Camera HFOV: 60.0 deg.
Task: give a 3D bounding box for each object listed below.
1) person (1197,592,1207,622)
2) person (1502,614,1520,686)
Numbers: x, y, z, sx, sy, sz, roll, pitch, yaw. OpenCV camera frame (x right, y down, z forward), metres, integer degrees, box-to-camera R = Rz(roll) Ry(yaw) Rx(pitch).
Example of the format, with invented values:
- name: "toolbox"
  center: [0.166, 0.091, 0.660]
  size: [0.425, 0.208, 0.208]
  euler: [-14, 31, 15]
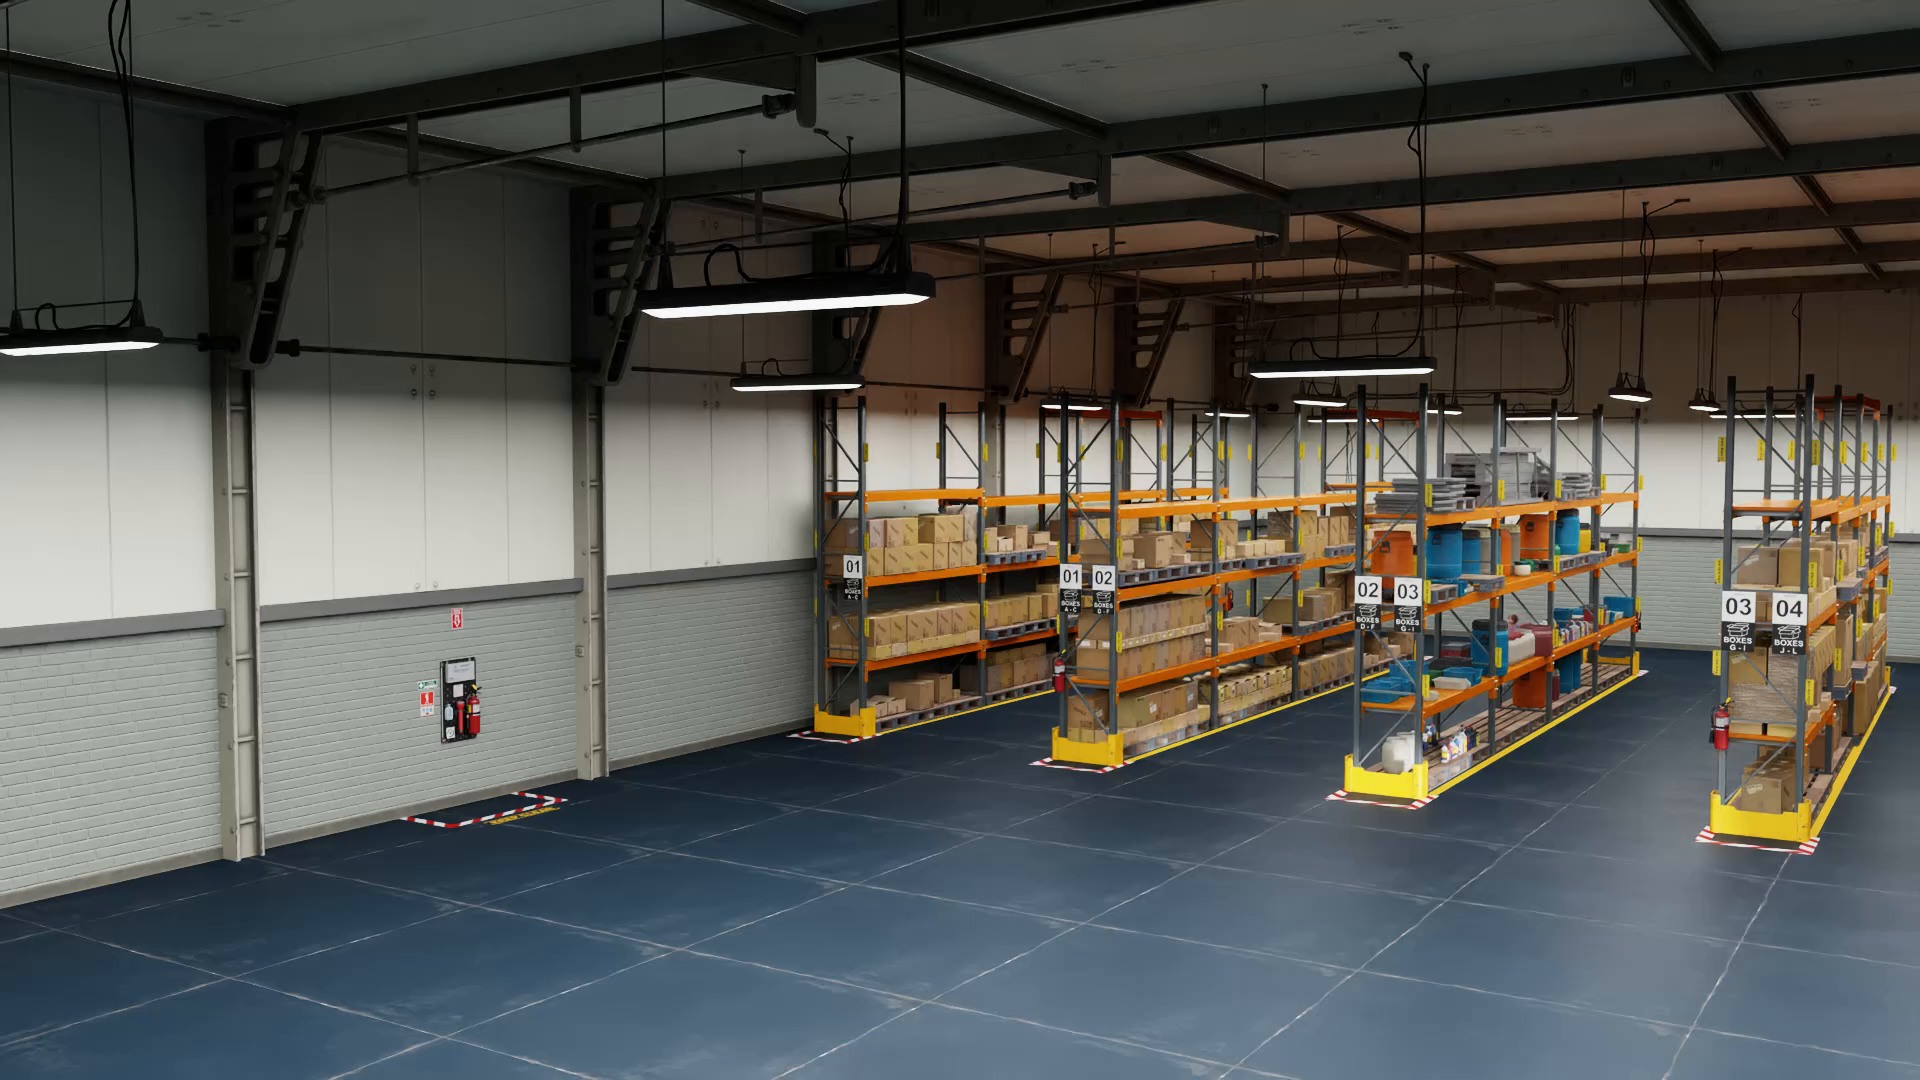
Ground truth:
- name: "person"
  center: [5.473, 2.094, 38.457]
  size: [0.484, 1.769, 0.564]
  euler: [-1, 3, -12]
- name: "person"
  center: [11.742, 2.337, 35.528]
  size: [0.943, 1.533, 0.435]
  euler: [-1, 3, -25]
